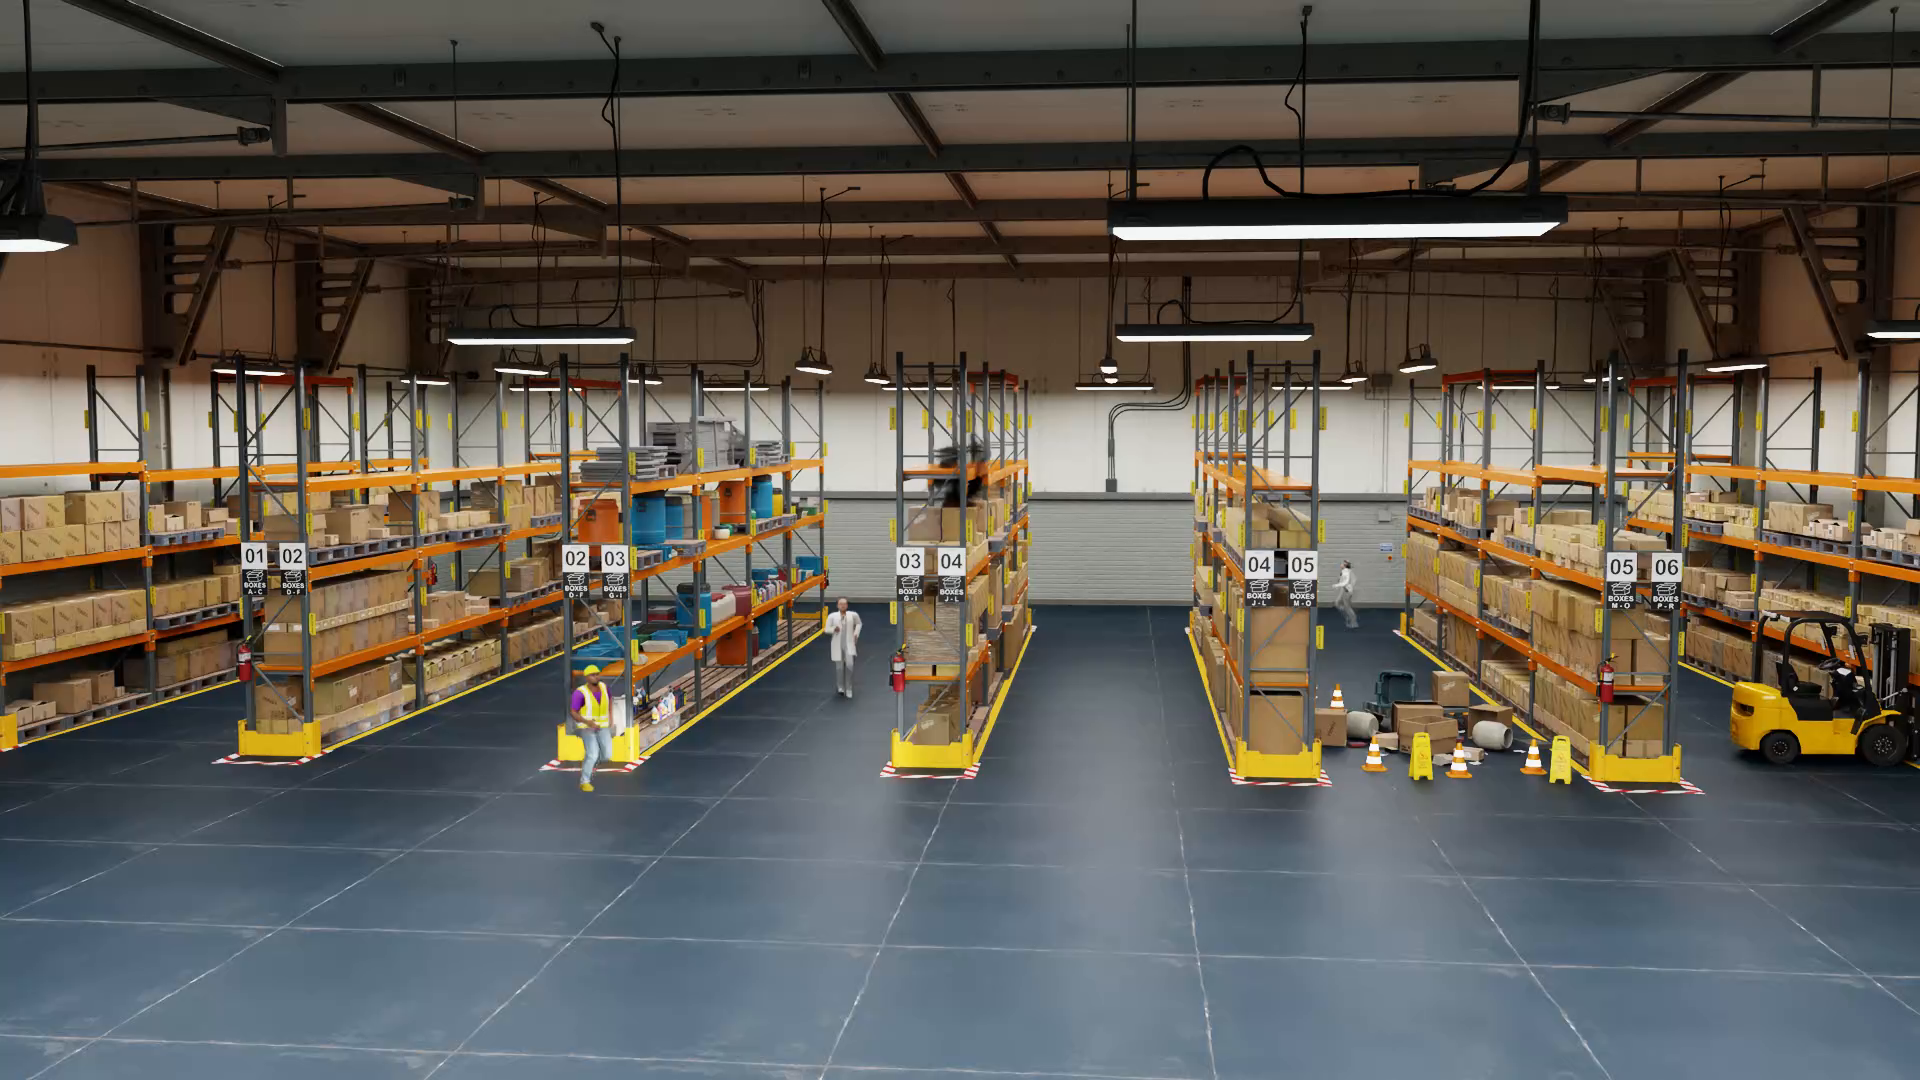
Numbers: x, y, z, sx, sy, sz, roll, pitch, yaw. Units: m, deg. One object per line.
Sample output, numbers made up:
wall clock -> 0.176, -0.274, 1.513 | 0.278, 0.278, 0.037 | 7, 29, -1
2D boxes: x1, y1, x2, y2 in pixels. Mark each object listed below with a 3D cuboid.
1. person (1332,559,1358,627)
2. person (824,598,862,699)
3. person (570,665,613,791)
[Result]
person -> 9.382, 1.284, 40.518 | 0.628, 1.679, 0.617 | 1, 4, 12
person -> -2.118, 1.975, 30.232 | 0.688, 1.834, 0.785 | 0, 4, -5
person -> -4.950, 2.545, 22.569 | 0.731, 1.721, 0.647 | -4, 6, -44
